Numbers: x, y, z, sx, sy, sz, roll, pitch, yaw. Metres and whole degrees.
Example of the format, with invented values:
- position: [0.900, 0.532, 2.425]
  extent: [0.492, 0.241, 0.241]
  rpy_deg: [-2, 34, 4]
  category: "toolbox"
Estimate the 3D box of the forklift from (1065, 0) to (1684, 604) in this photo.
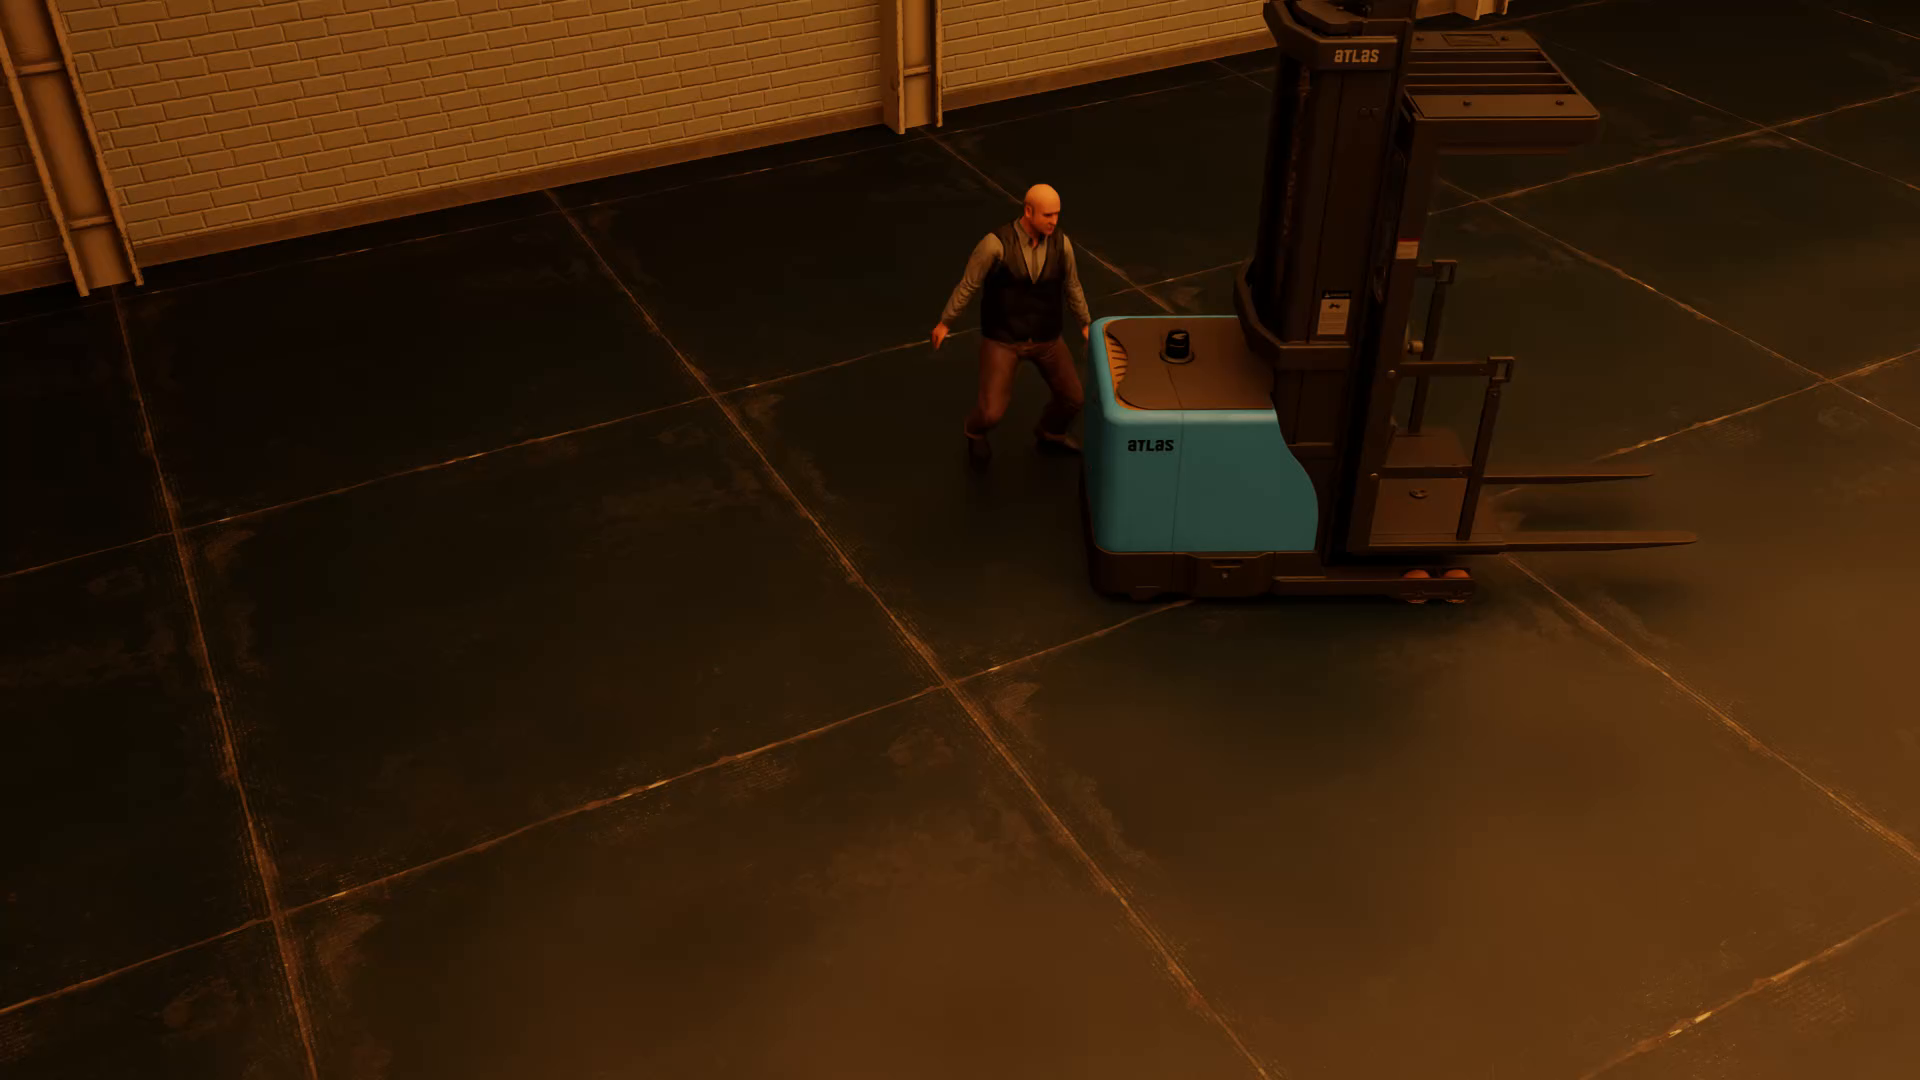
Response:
- position: [2.083, -1.190, 7.806]
  extent: [3.031, 2.935, 1.130]
  rpy_deg: [-1, 35, -1]
  category: "forklift"

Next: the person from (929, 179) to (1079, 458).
- position: [0.274, -1.151, 8.899]
  extent: [0.874, 1.695, 0.471]
  rpy_deg: [-5, 36, -7]
  category: "person"
